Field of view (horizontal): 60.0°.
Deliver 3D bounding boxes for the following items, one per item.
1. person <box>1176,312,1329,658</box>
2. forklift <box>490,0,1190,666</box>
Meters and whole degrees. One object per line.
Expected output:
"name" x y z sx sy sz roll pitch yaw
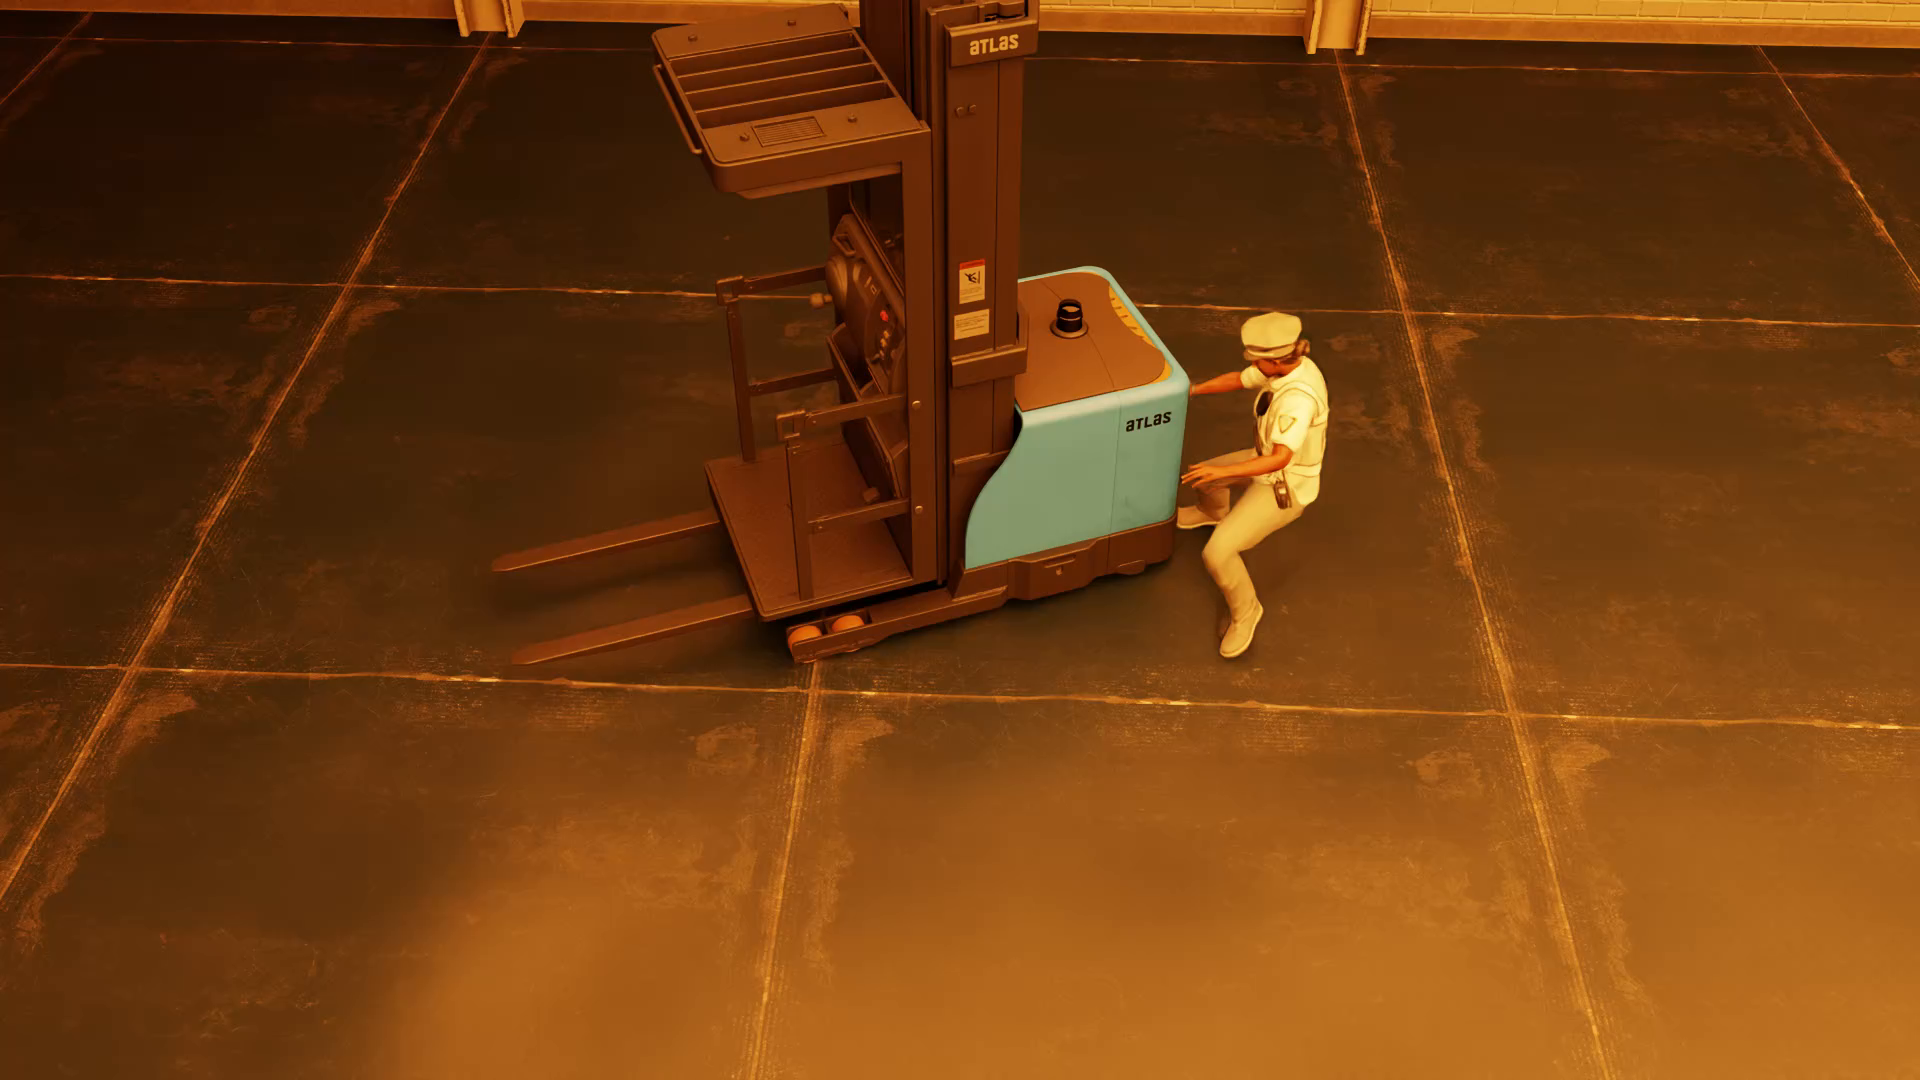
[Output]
"person" 1.200 -0.325 7.208 0.712 1.436 0.987 4 43 4
"forklift" -0.573 -0.945 6.778 3.031 2.935 1.130 -13 44 -14
